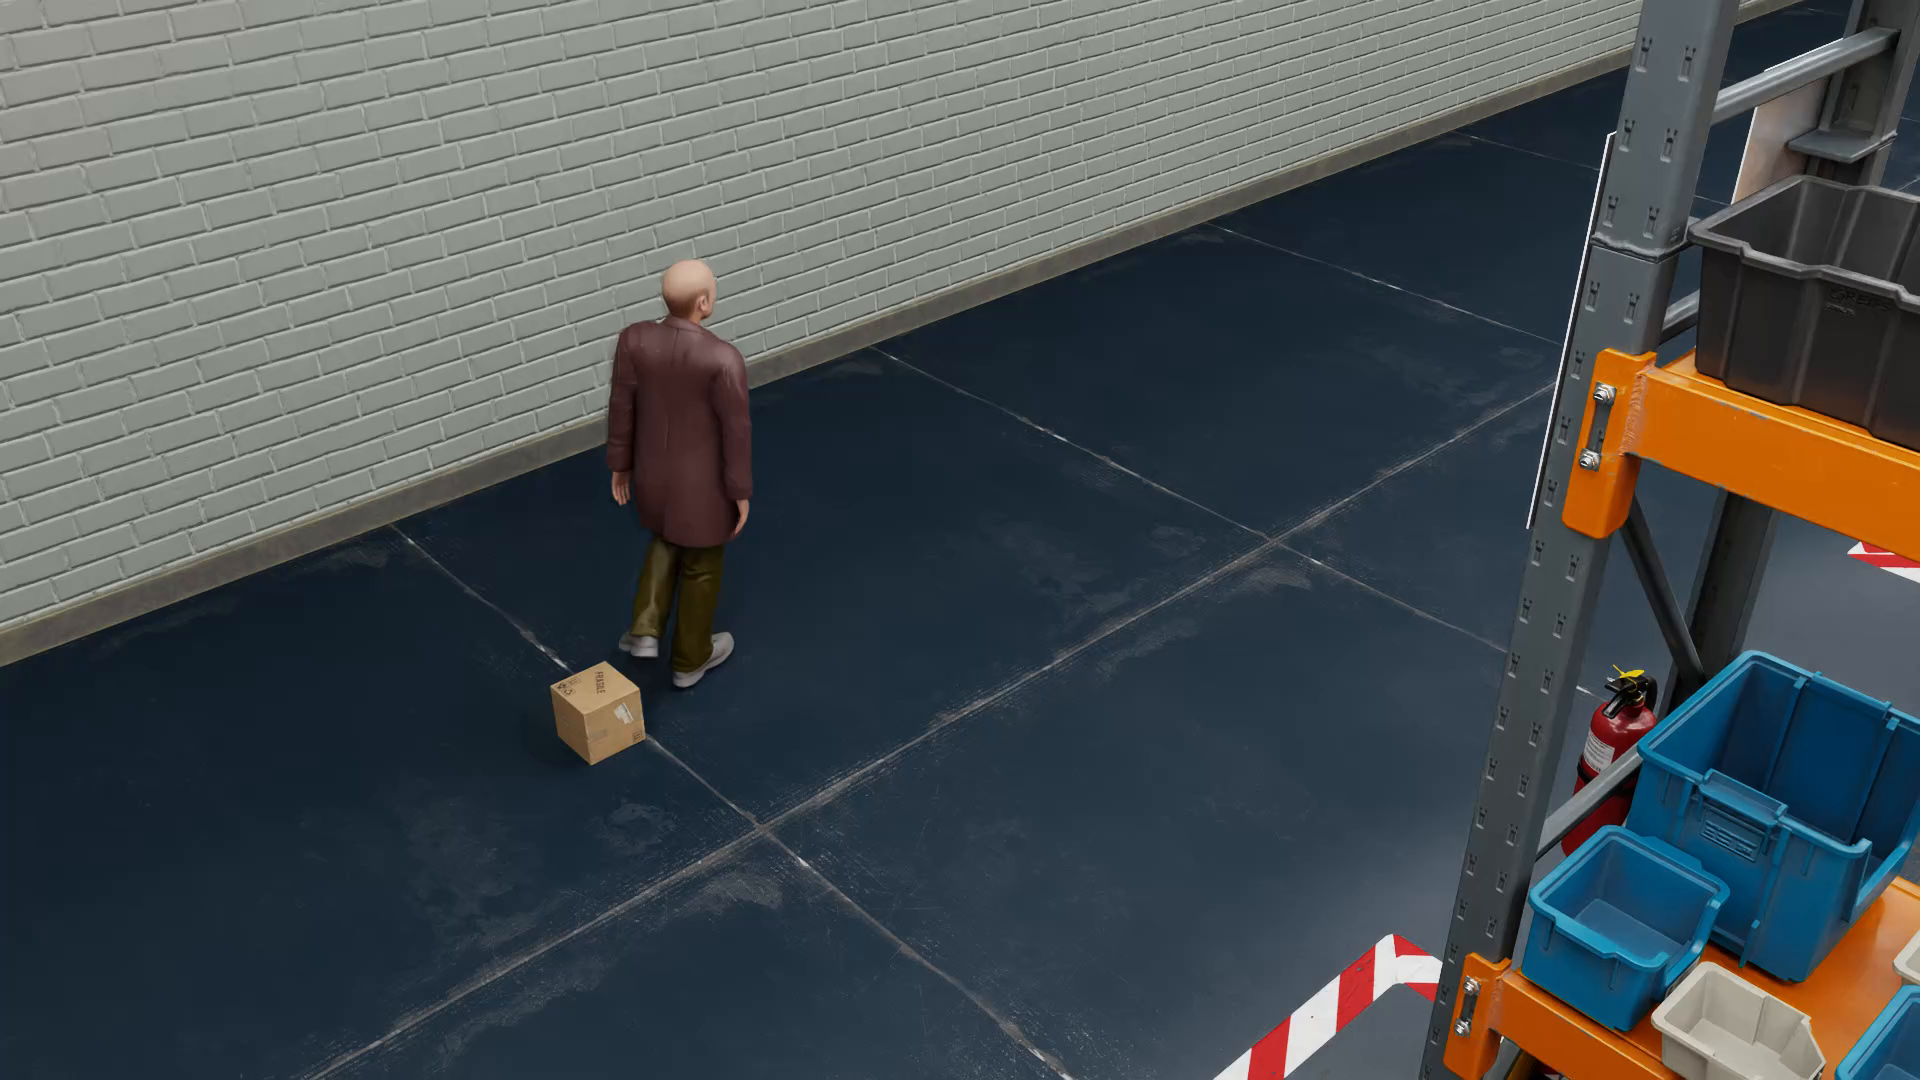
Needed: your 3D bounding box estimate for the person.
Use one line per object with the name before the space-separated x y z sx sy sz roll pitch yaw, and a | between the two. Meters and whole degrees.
person | -1.097 -0.218 6.487 0.626 1.771 0.567 12 33 19
